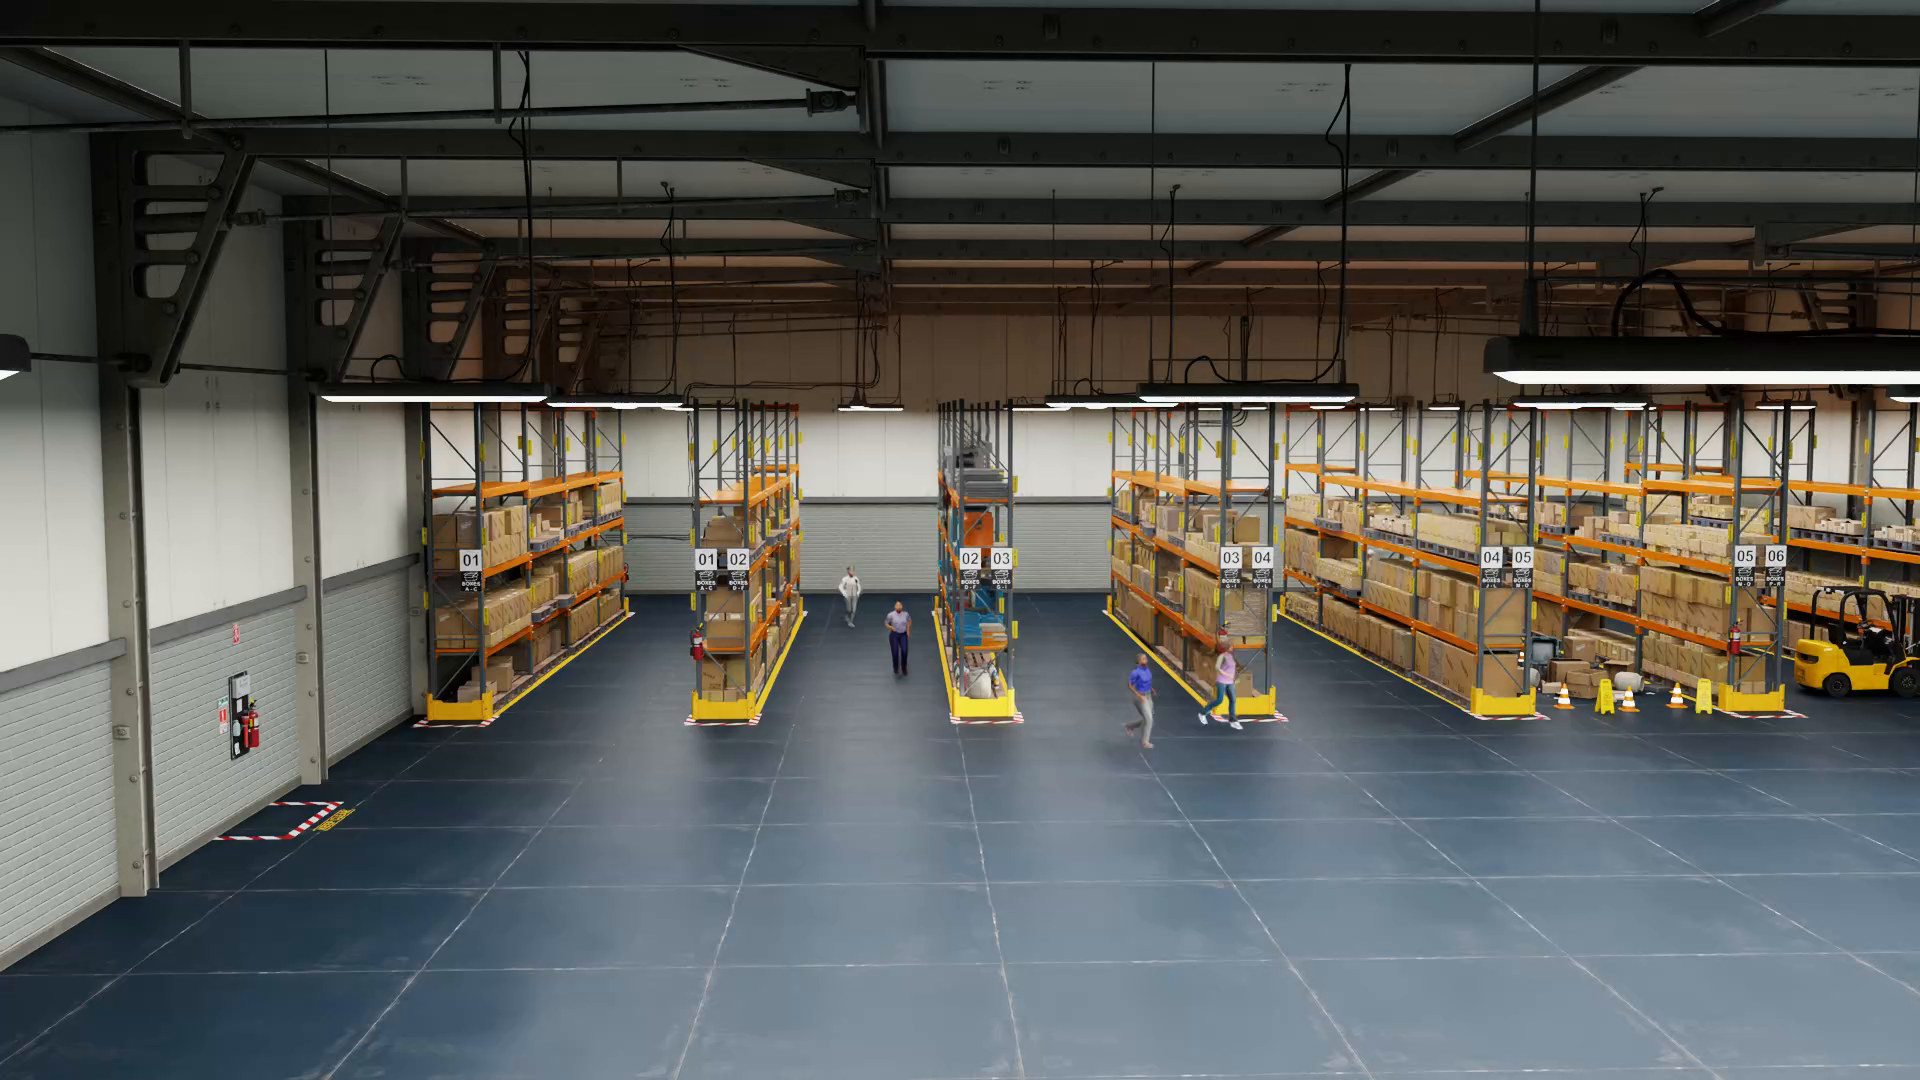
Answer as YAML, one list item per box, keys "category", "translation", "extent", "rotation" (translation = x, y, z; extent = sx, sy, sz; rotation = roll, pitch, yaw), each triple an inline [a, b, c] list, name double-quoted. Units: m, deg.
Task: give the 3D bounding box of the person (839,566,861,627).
- category: "person"
  translation: [-2.946, 1.515, 44.819]
  extent: [0.597, 1.650, 0.521]
  rotation: [-2, 5, -20]

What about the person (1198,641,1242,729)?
- category: "person"
  translation: [4.851, 2.620, 30.360]
  extent: [0.873, 1.571, 0.607]
  rotation: [4, 6, 39]

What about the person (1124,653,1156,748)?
- category: "person"
  translation: [3.101, 2.749, 28.654]
  extent: [0.591, 1.635, 0.576]
  rotation: [3, 5, 36]

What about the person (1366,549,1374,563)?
- category: "person"
  translation: [12.084, 1.131, 49.138]
  extent: [0.599, 1.729, 0.682]
  rotation: [0, 4, 1]

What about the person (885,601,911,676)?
- category: "person"
  translation: [-1.344, 2.165, 36.347]
  extent: [0.597, 1.679, 0.695]
  rotation: [0, 4, -6]
